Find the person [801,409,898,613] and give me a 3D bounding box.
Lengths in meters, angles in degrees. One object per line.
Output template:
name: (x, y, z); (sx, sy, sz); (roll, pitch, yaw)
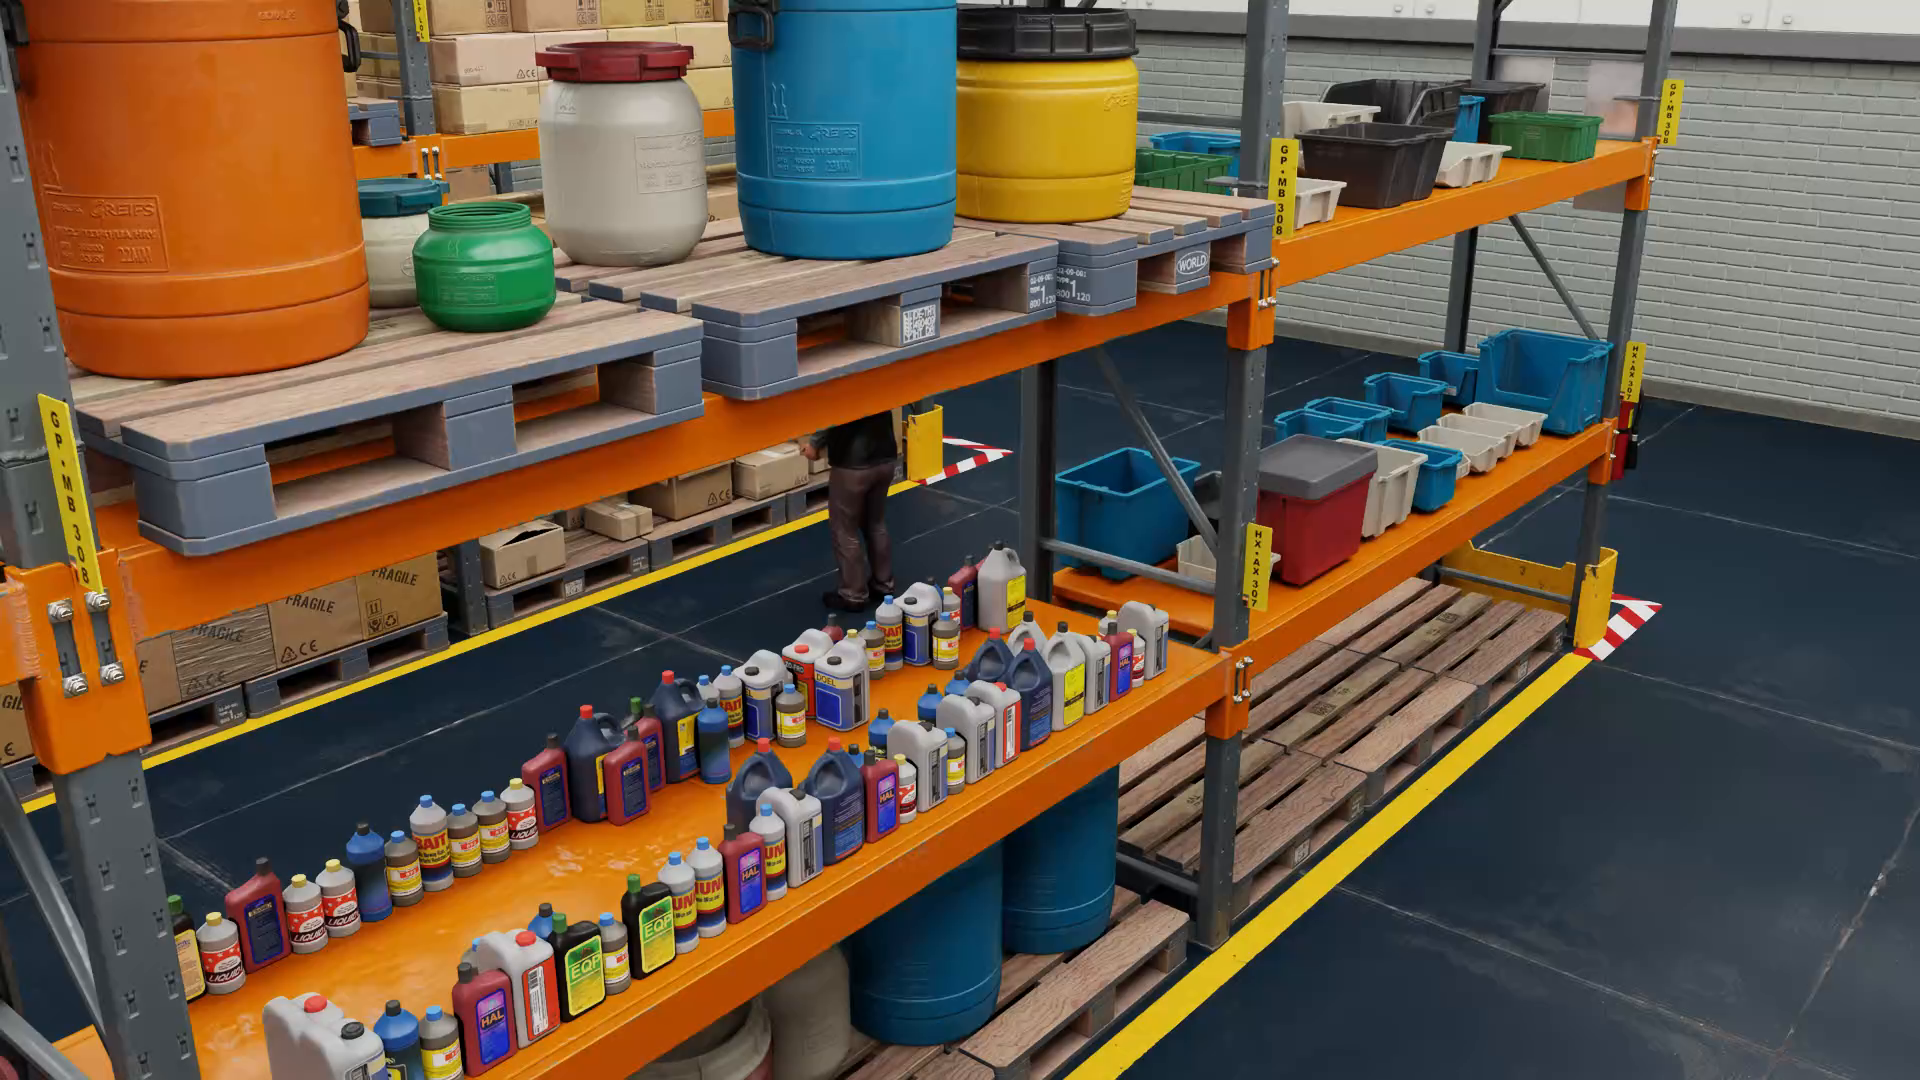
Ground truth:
person: (-0.657, -0.440, 9.829); (0.551, 1.712, 0.494); (16, 25, 37)
